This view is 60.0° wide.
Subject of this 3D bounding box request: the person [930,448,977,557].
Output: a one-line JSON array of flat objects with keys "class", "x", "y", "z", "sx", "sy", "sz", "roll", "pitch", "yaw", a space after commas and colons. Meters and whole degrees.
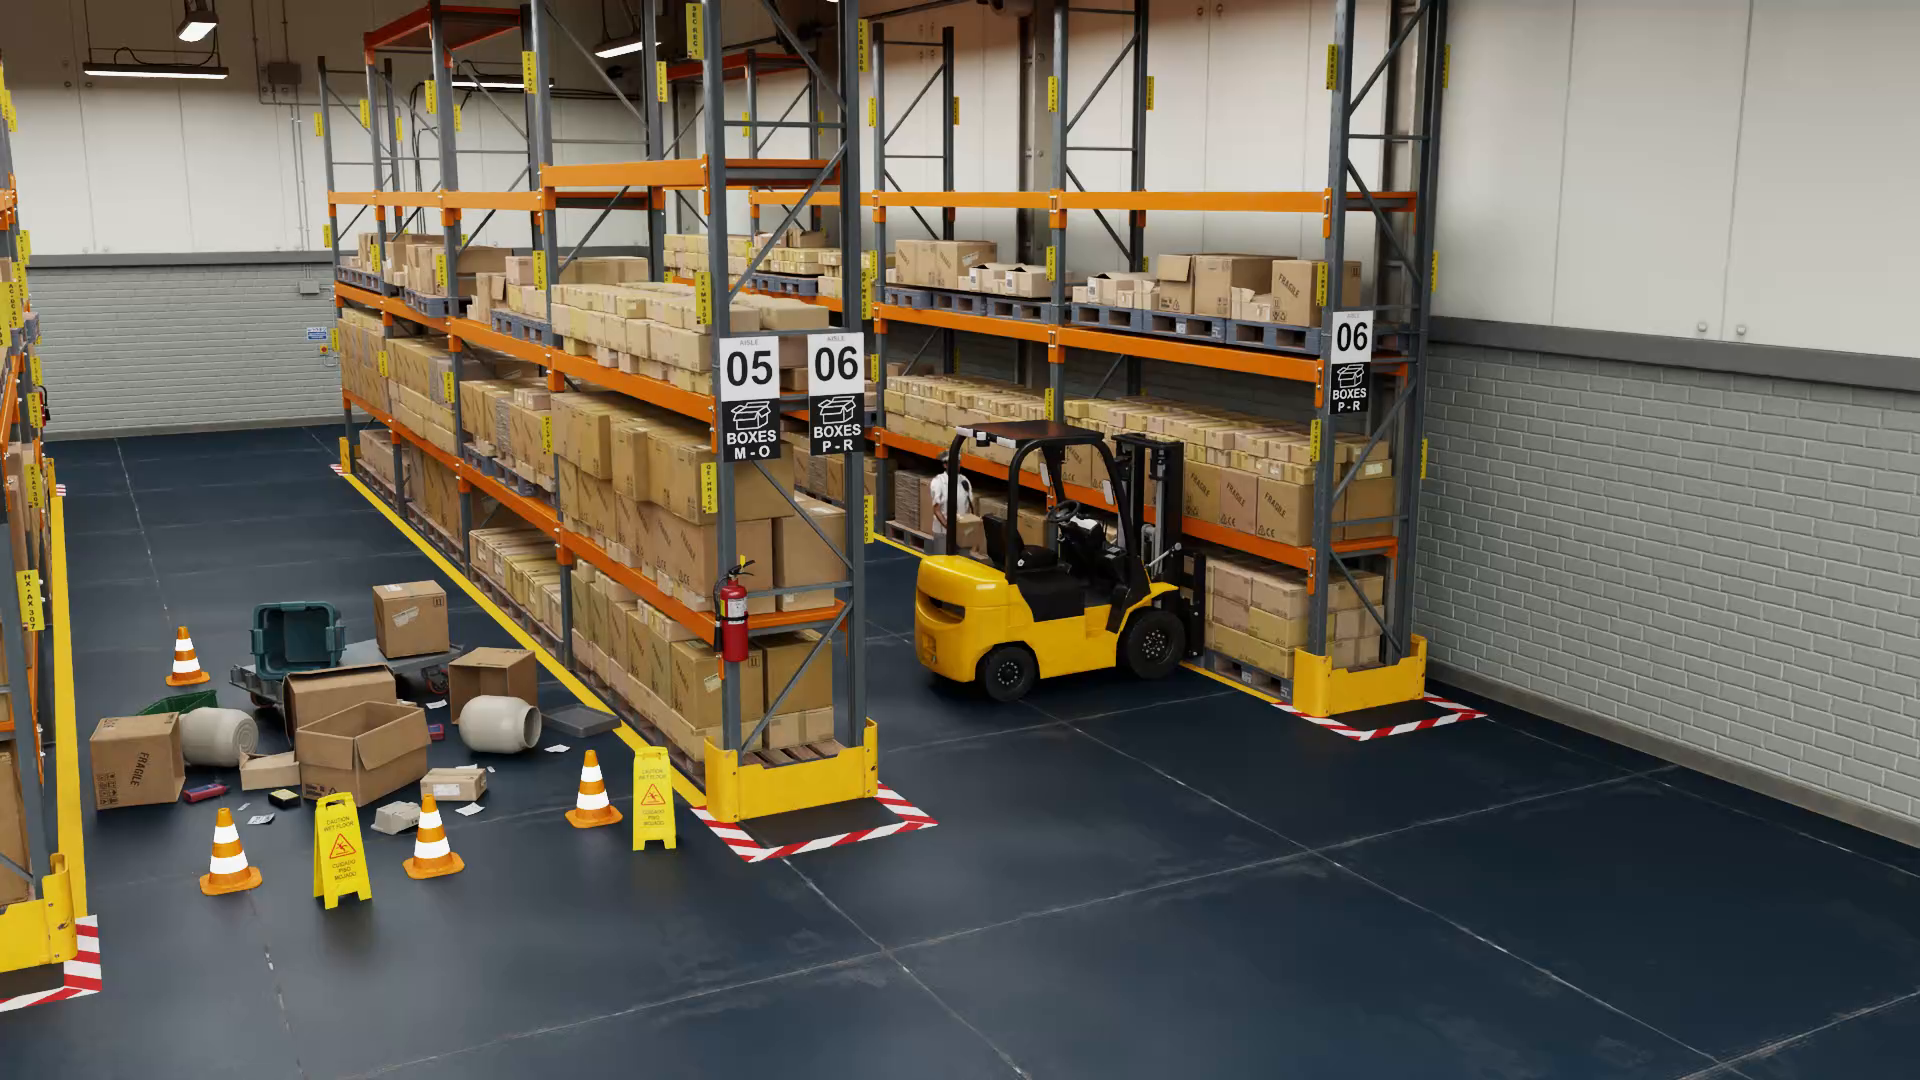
[{"class": "person", "x": -0.044, "y": -0.049, "z": 16.099, "sx": 0.471, "sy": 1.698, "sz": 0.522, "roll": -6, "pitch": 13, "yaw": -28}]
